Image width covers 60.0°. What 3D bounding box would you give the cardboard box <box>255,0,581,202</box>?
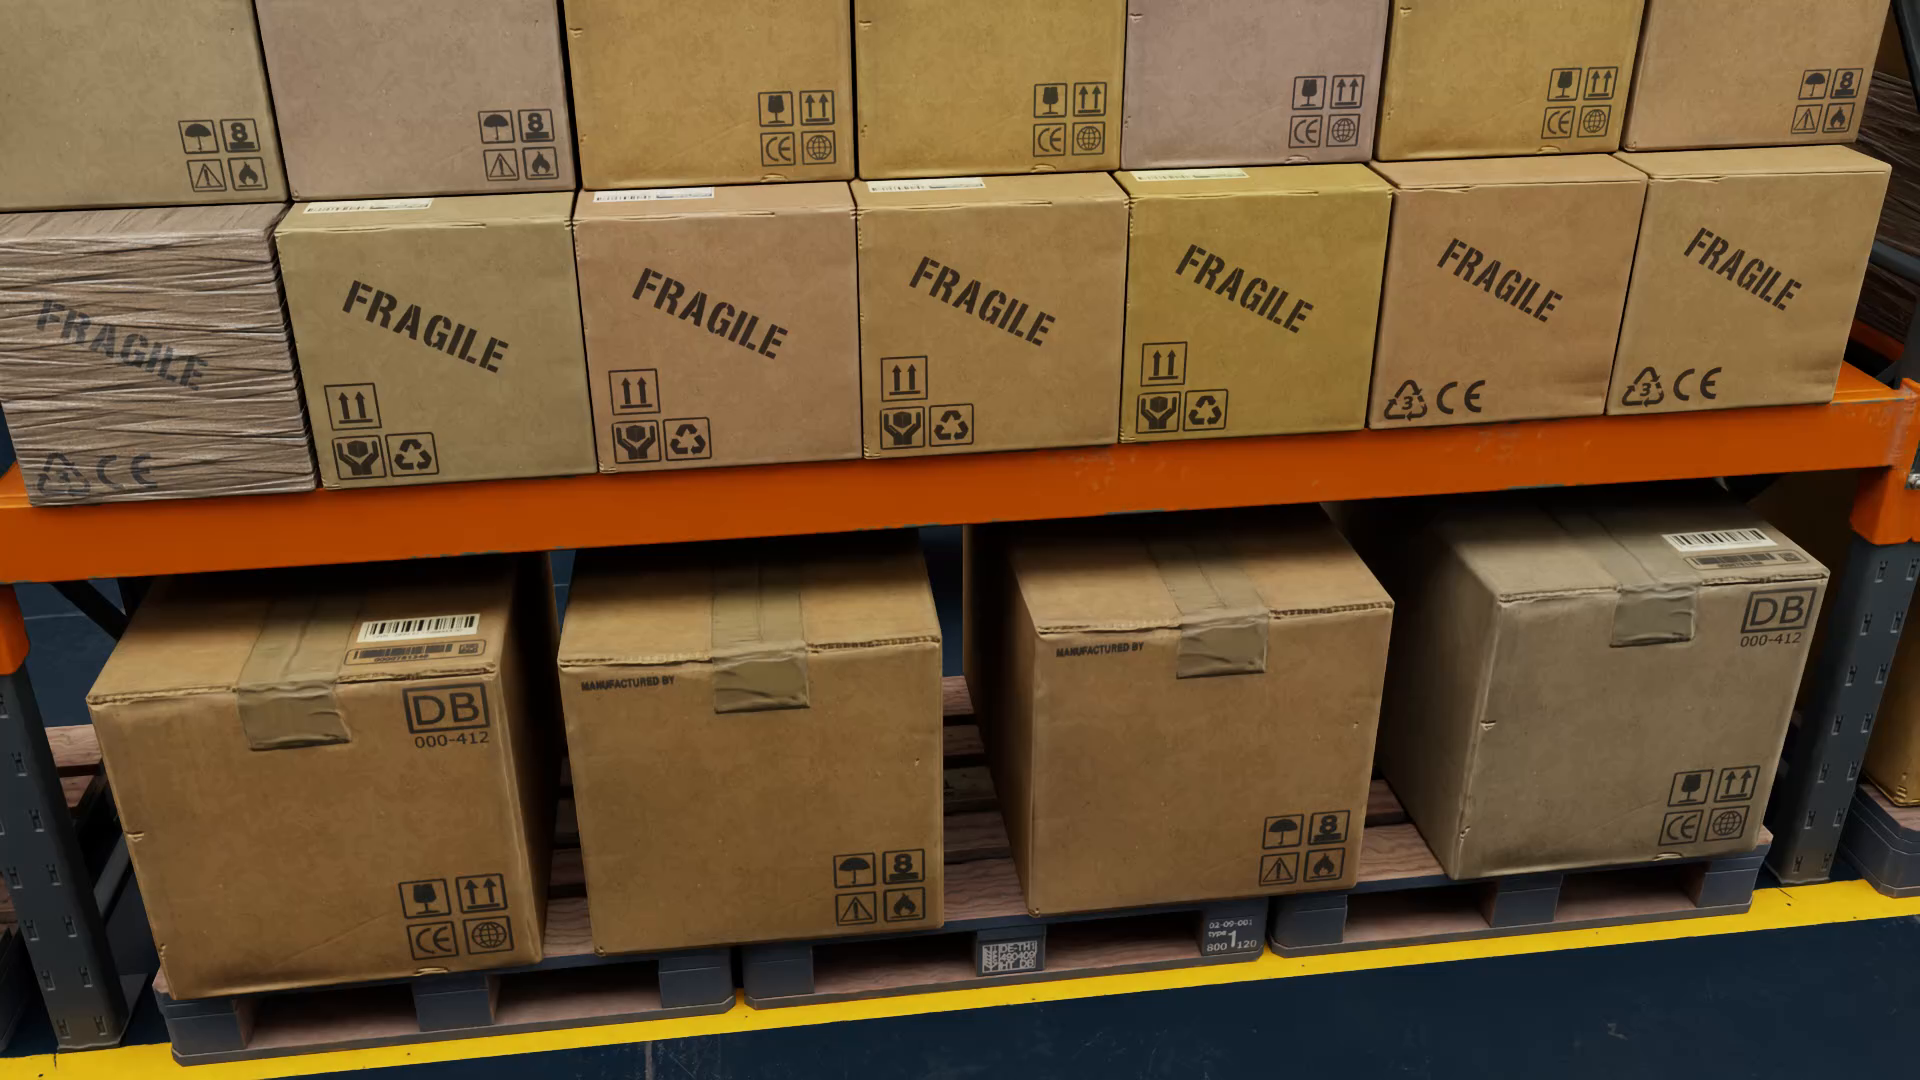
[{"bbox_3d":[-1.005,-1.001,3.211,0.500,0.500,0.700,-4,27,-8],"label":"cardboard box"}]

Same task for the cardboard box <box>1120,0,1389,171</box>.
[{"bbox_3d":[0.509,-1.099,3.402,0.500,0.500,0.700,-3,27,-7],"label":"cardboard box"}]

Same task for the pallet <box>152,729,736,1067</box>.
[{"bbox_3d":[-1.161,0.769,4.020,1.213,0.211,1.003,-4,27,-7],"label":"pallet"}]

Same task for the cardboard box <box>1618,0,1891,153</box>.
[{"bbox_3d":[1.518,-1.165,3.530,0.500,0.500,0.700,-4,27,-8],"label":"cardboard box"}]

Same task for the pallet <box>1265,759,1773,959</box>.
[{"bbox_3d":[1.255,0.614,4.322,1.213,0.211,1.003,-4,27,-7],"label":"pallet"}]

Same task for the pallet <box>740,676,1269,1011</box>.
[{"bbox_3d":[-1.744,-0.368,6.237,4.108,0.211,6.107,-4,27,-7],"label":"pallet"}]

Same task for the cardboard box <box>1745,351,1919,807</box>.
[{"bbox_3d":[2.642,0.040,4.253,0.875,0.875,0.875,-3,27,-6],"label":"cardboard box"}]

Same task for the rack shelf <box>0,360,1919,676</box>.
[{"bbox_3d":[0.029,-0.262,3.764,4.000,0.370,1.077,-4,27,-7],"label":"rack shelf"}]

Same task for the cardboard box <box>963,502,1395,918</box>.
[{"bbox_3d":[0.451,0.244,3.993,0.750,0.750,1.050,-4,27,-7],"label":"cardboard box"}]

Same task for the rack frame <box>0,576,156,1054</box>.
[{"bbox_3d":[-1.952,-0.455,3.352,0.127,3.000,1.000,-4,27,-7],"label":"rack frame"}]

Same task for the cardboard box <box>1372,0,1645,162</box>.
[{"bbox_3d":[1.009,-1.131,3.464,0.500,0.500,0.700,-4,27,-8],"label":"cardboard box"}]

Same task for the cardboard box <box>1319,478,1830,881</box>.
[{"bbox_3d":[1.407,0.185,4.109,0.750,0.750,1.050,-4,27,-7],"label":"cardboard box"}]

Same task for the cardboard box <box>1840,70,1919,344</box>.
[{"bbox_3d":[2.373,-0.805,3.869,0.550,0.550,0.875,-4,27,-7],"label":"cardboard box"}]

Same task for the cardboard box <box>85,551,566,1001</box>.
[{"bbox_3d":[-1.336,0.361,3.766,0.750,0.750,1.050,-4,27,-8],"label":"cardboard box"}]

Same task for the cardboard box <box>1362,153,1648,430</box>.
[{"bbox_3d":[1.029,-0.568,3.462,0.500,0.500,0.500,-4,27,-8],"label":"cardboard box"}]

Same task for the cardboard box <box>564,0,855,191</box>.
[{"bbox_3d":[-0.498,-1.035,3.277,0.500,0.500,0.700,-4,27,-8],"label":"cardboard box"}]

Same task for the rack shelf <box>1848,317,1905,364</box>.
[{"bbox_3d":[3.990,-0.636,4.199,3.809,0.052,0.919,-4,27,-7],"label":"rack shelf"}]

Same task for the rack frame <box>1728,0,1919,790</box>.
[{"bbox_3d":[2.009,-0.708,3.845,0.053,2.616,0.949,-4,27,-7],"label":"rack frame"}]
